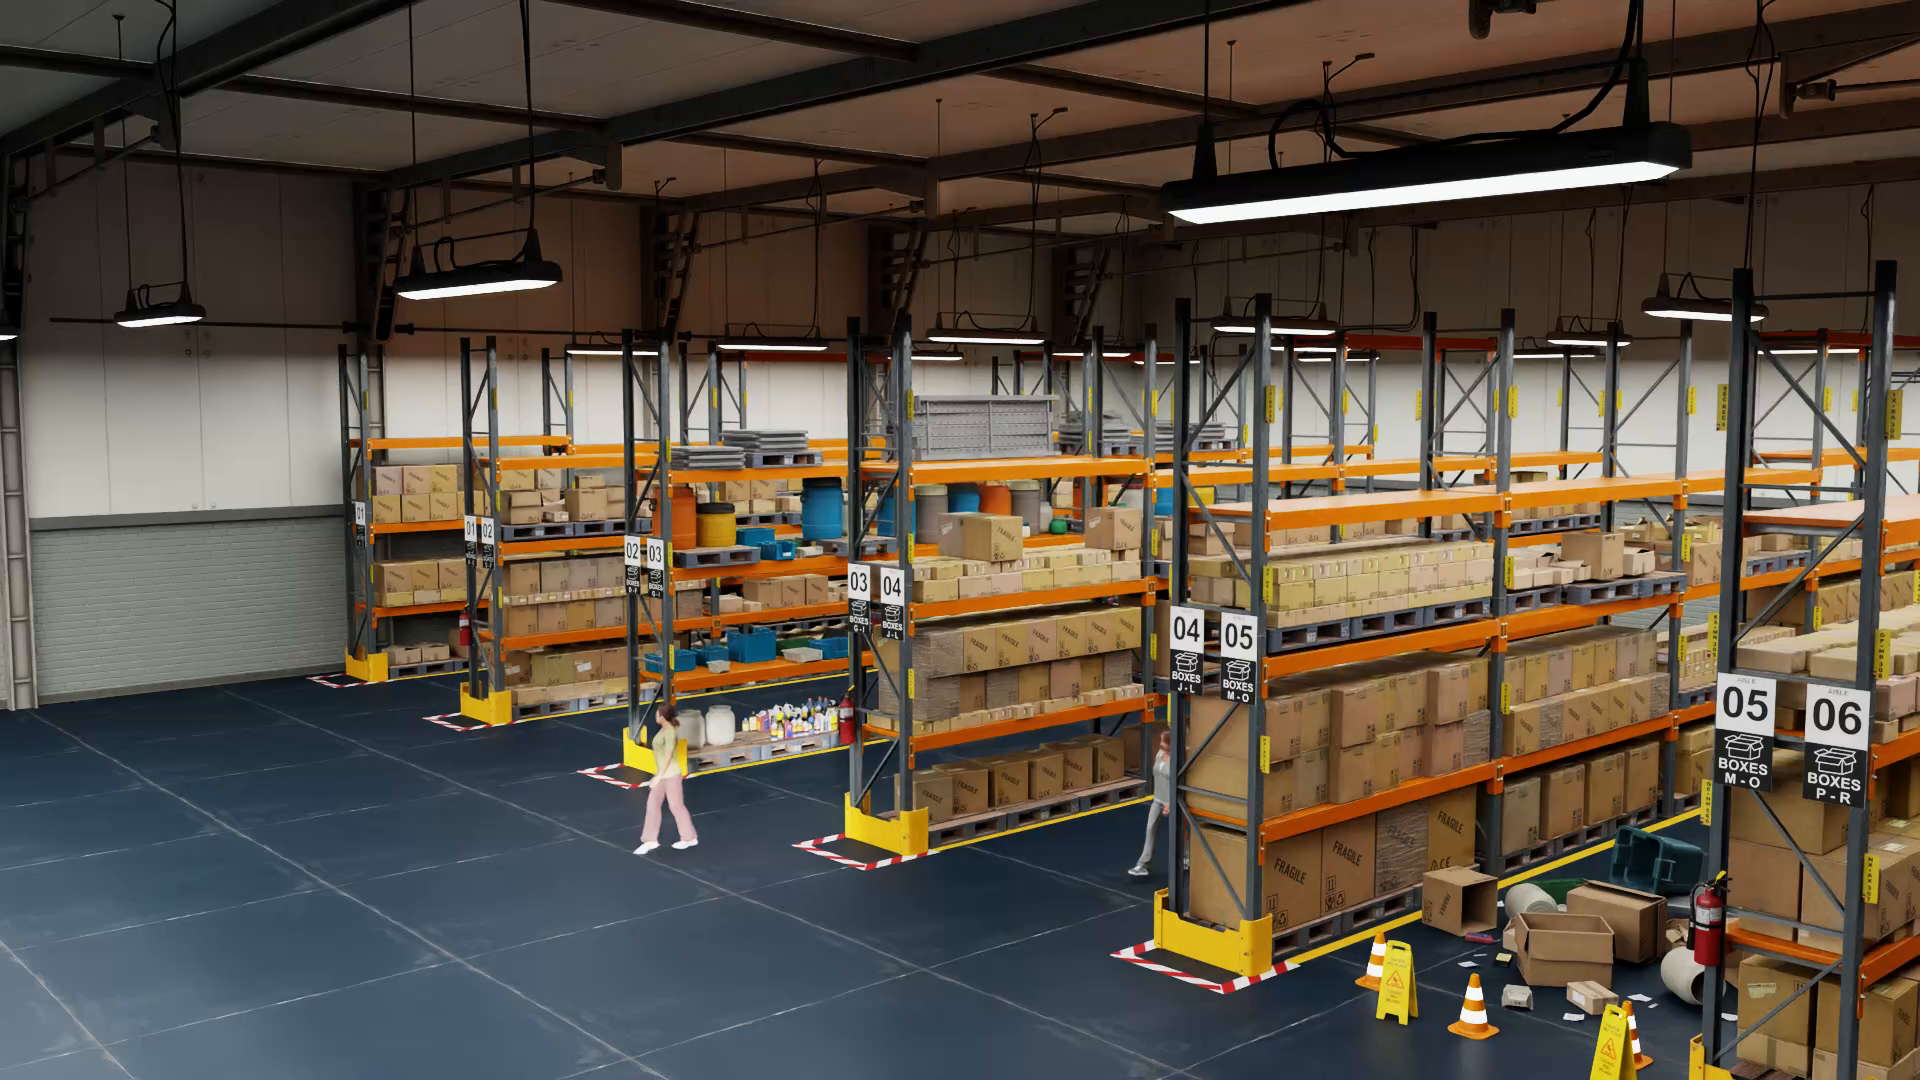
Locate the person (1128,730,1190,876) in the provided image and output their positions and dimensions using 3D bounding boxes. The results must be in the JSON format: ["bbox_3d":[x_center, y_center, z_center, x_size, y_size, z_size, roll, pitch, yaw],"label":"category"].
[{"bbox_3d":[2.186,2.791,17.692,0.943,1.548,0.431,-5,7,-44],"label":"person"}]

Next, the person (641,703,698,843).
[{"bbox_3d":[-3.278,2.619,18.687,0.628,1.584,0.472,-2,6,-23],"label":"person"}]
